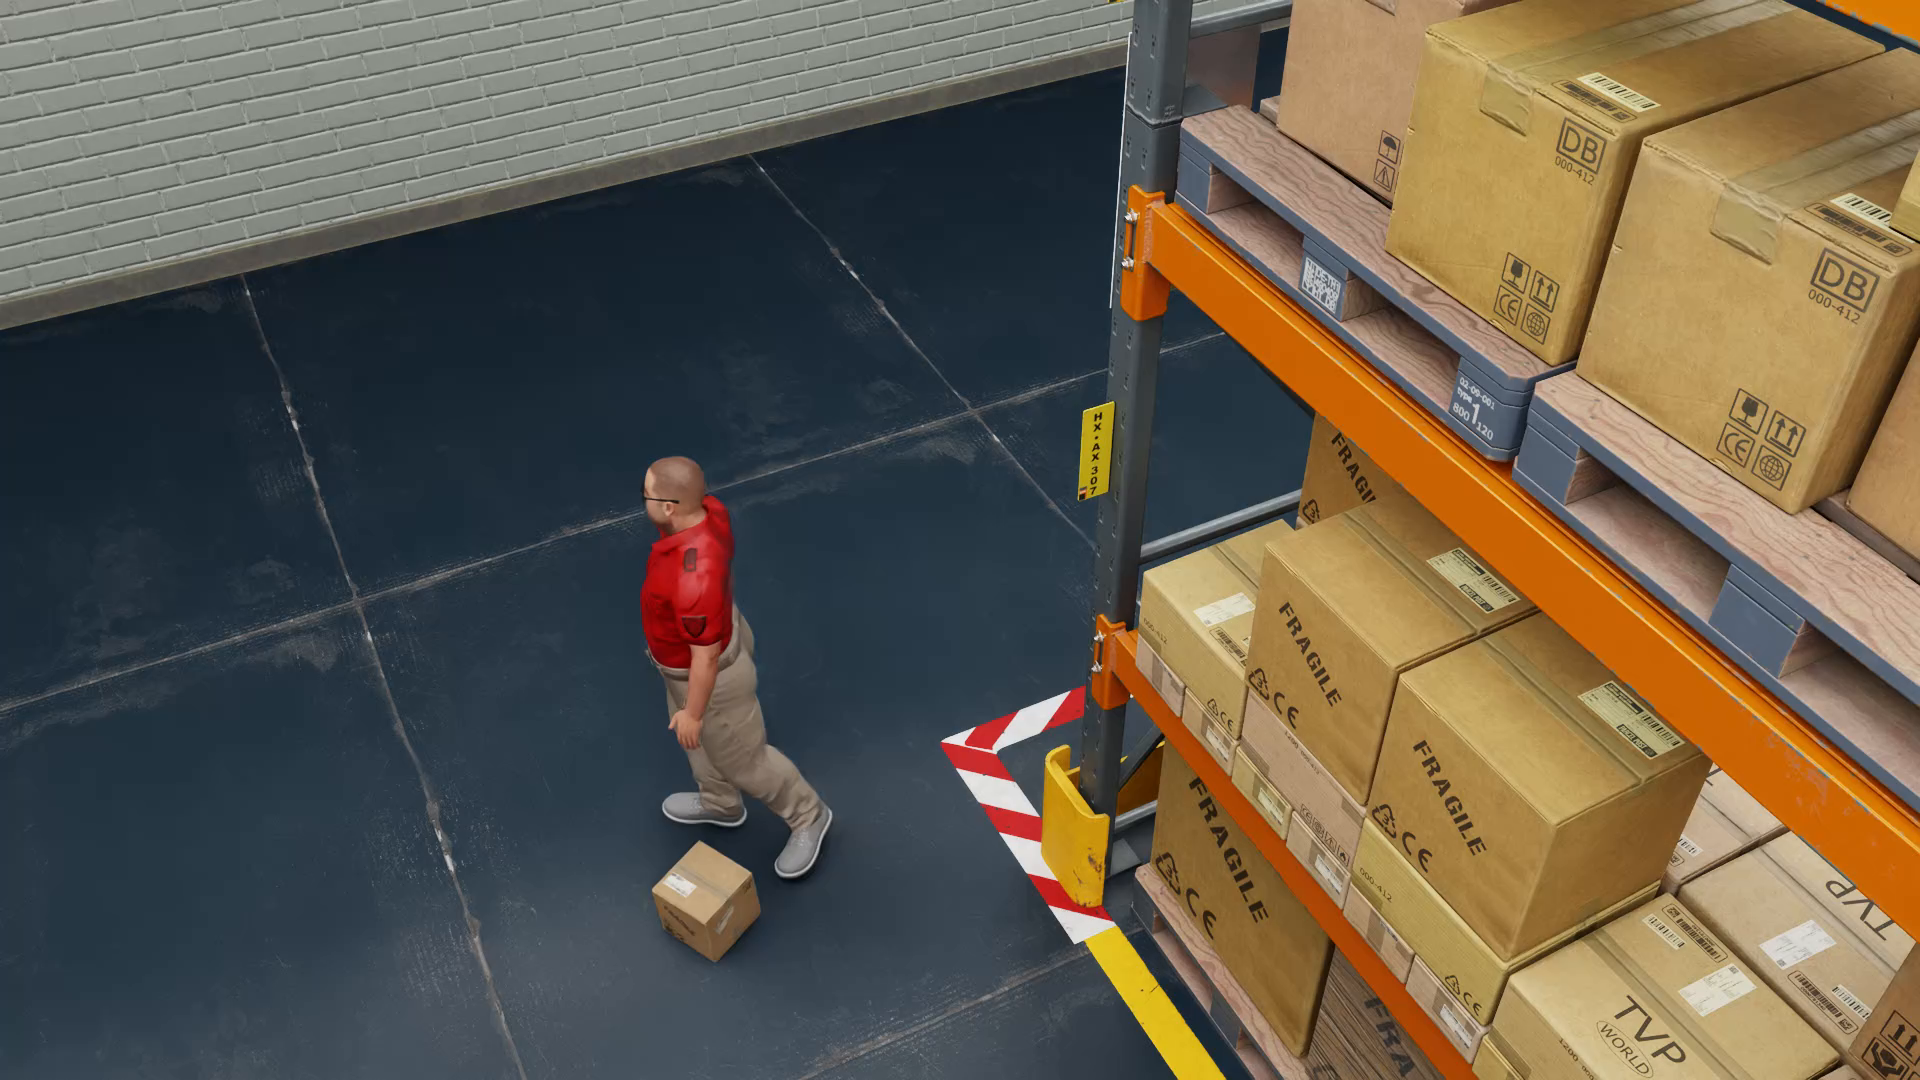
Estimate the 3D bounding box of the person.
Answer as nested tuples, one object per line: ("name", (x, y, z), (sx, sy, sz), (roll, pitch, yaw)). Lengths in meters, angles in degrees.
("person", (-0.795, 0.426, 5.687), (0.637, 1.716, 0.602), (-5, 41, -6))
